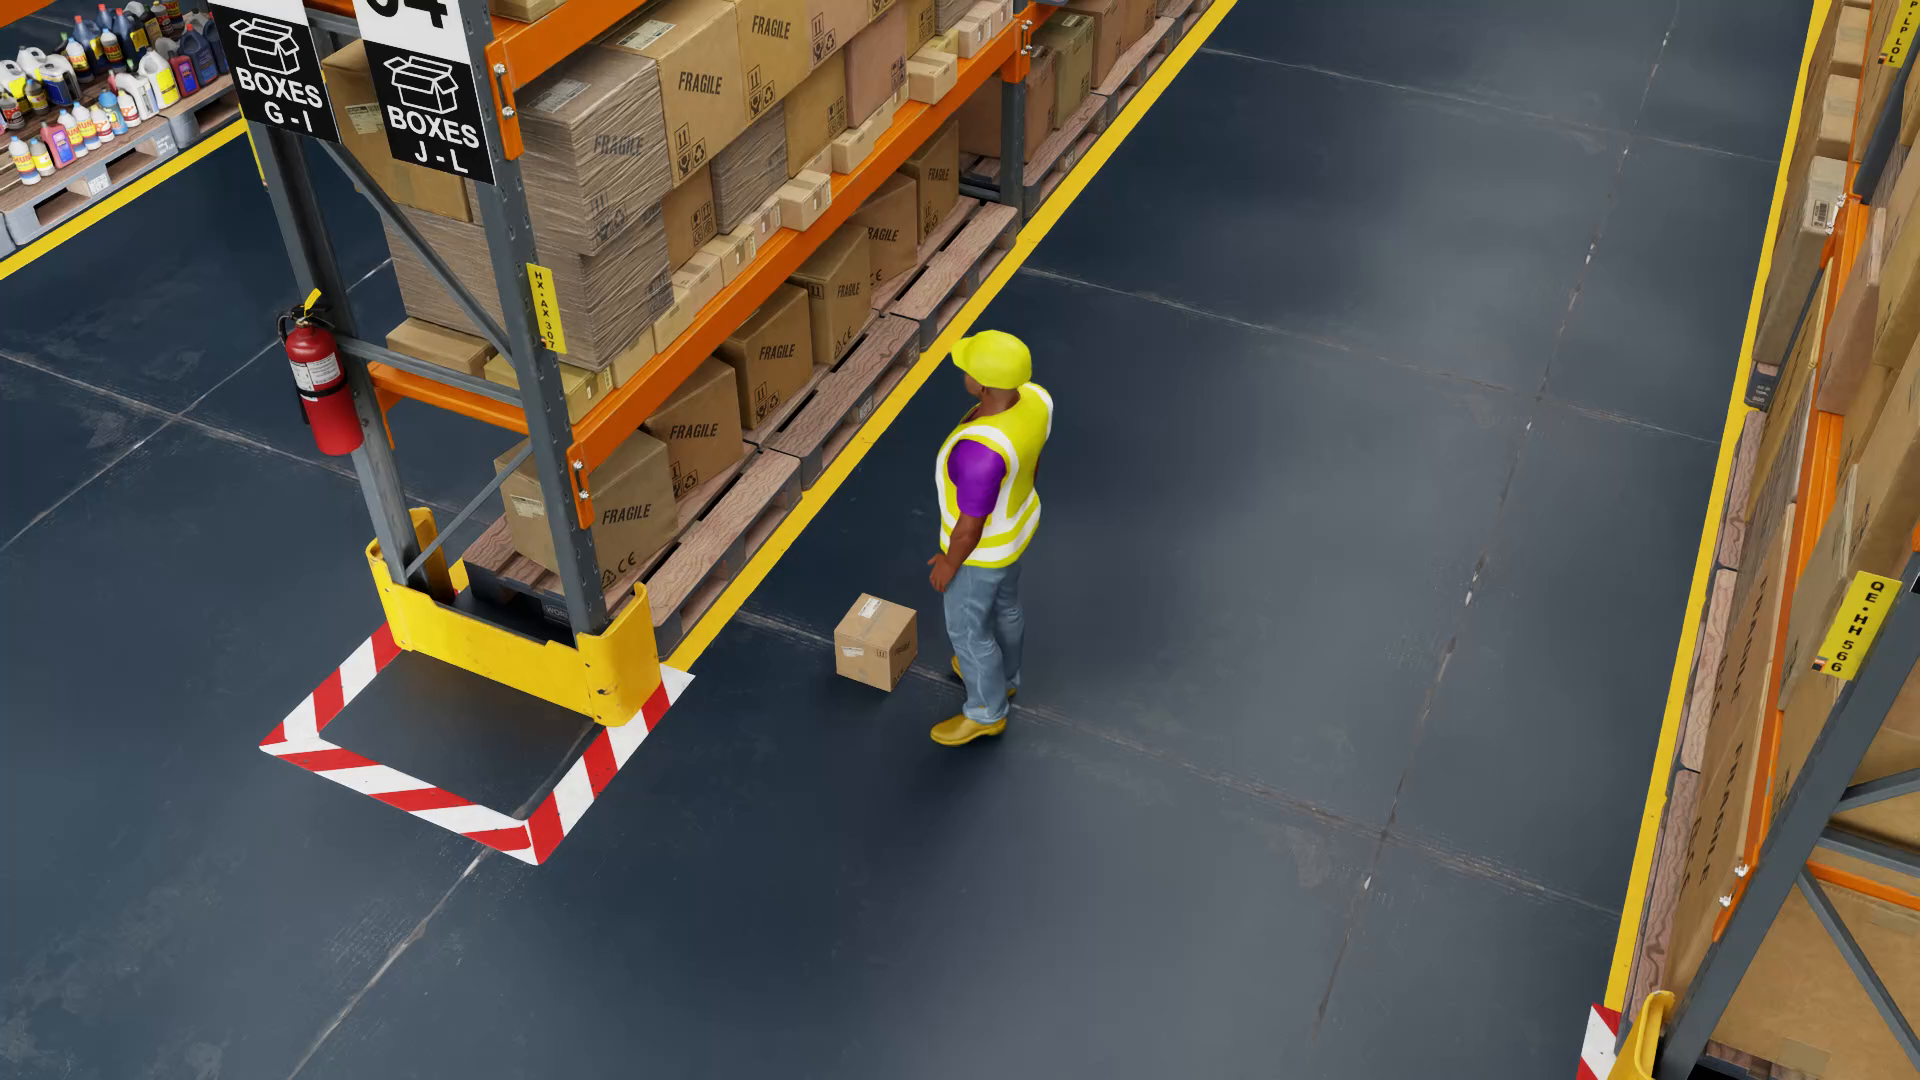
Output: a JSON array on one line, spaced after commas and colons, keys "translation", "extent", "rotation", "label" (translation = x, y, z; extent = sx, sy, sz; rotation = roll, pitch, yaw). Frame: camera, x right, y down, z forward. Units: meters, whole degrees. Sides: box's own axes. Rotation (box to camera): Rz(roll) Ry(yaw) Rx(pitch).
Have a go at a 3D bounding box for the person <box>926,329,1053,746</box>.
[{"translation": [0.090, -0.020, 6.150], "extent": [0.377, 1.793, 0.579], "rotation": [18, 45, 19], "label": "person"}]
